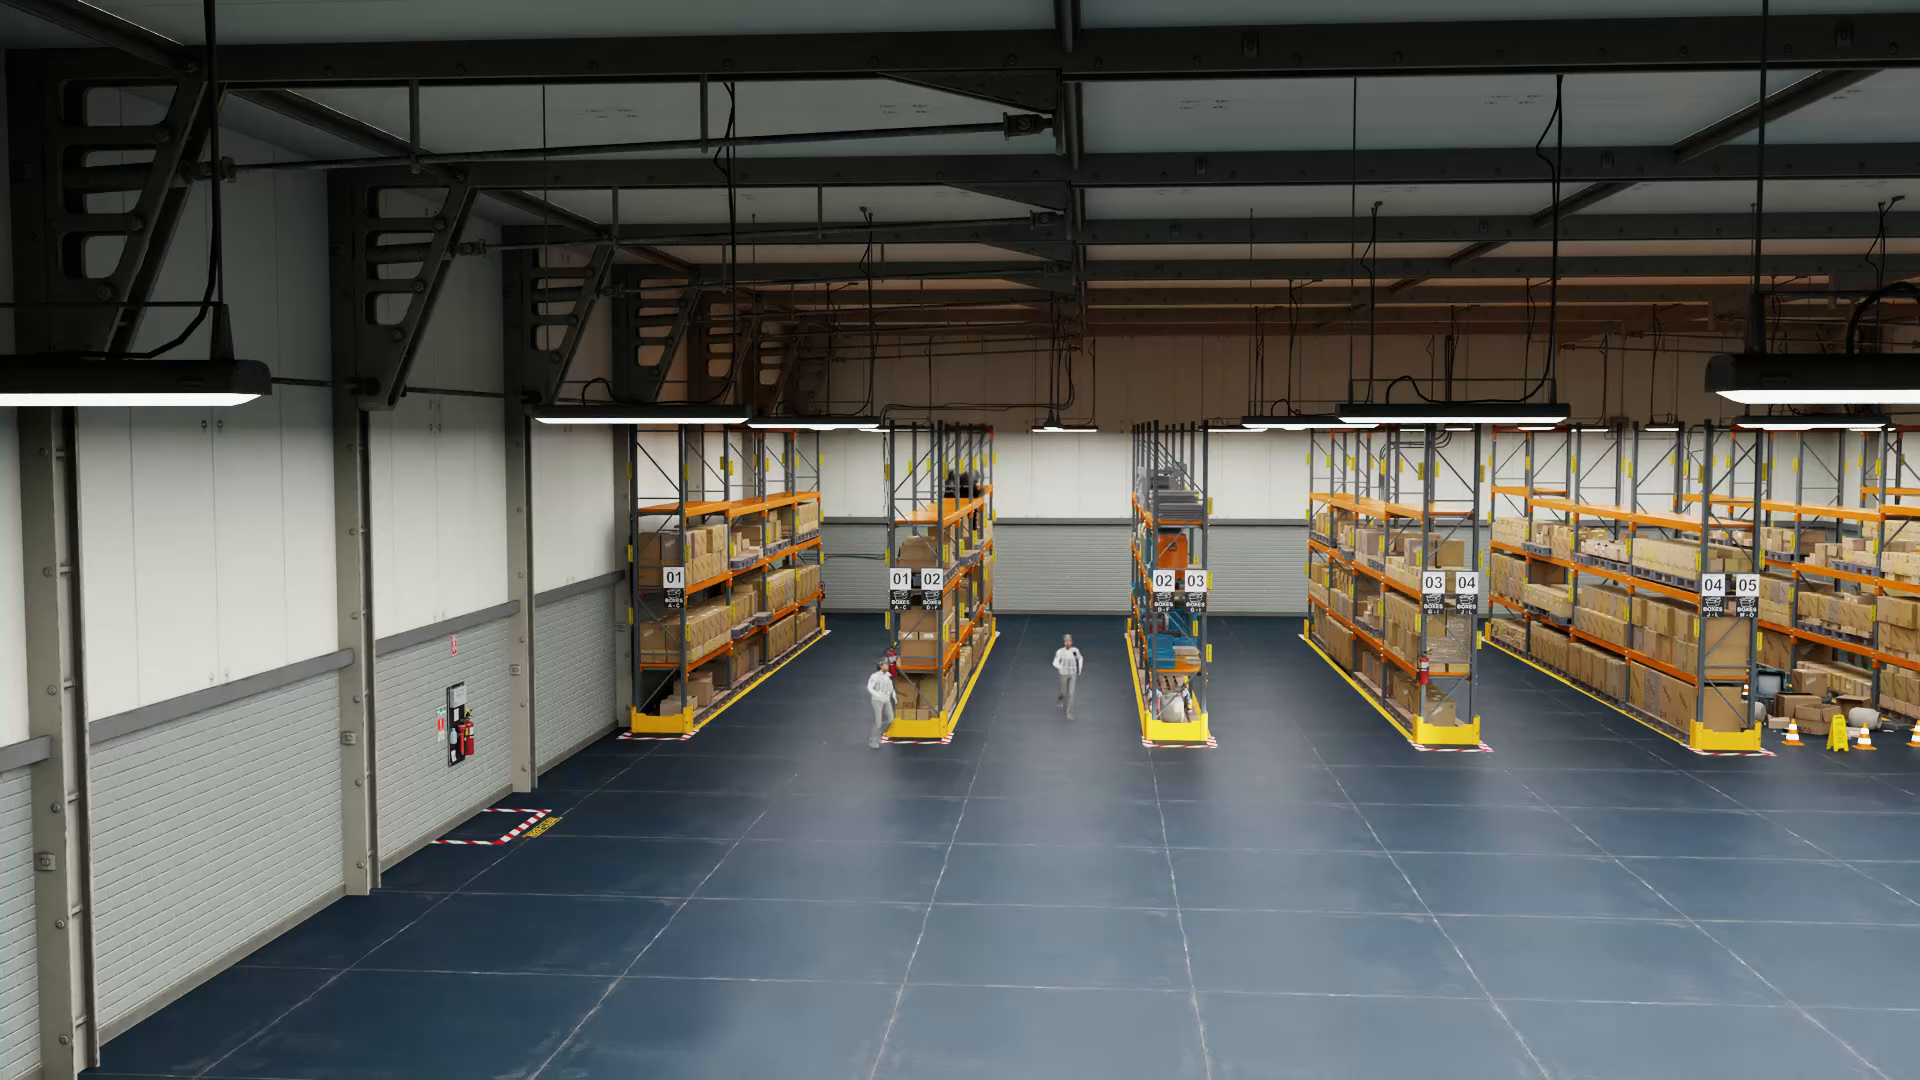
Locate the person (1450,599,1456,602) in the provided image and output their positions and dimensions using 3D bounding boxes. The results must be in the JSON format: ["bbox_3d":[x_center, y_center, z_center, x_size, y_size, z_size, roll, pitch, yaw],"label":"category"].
[{"bbox_3d":[13.341,2.068,45.174,0.687,1.580,0.563,0,4,5],"label":"person"}]

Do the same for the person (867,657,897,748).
[{"bbox_3d":[-1.394,2.971,30.520,0.683,1.649,0.489,-3,5,-41],"label":"person"}]

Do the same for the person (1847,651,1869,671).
[{"bbox_3d":[21.257,2.344,39.289,0.657,1.852,0.776,0,4,5],"label":"person"}]

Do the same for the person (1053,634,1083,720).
[{"bbox_3d":[2.203,2.750,33.841,0.625,1.702,0.859,0,4,-2],"label":"person"}]
